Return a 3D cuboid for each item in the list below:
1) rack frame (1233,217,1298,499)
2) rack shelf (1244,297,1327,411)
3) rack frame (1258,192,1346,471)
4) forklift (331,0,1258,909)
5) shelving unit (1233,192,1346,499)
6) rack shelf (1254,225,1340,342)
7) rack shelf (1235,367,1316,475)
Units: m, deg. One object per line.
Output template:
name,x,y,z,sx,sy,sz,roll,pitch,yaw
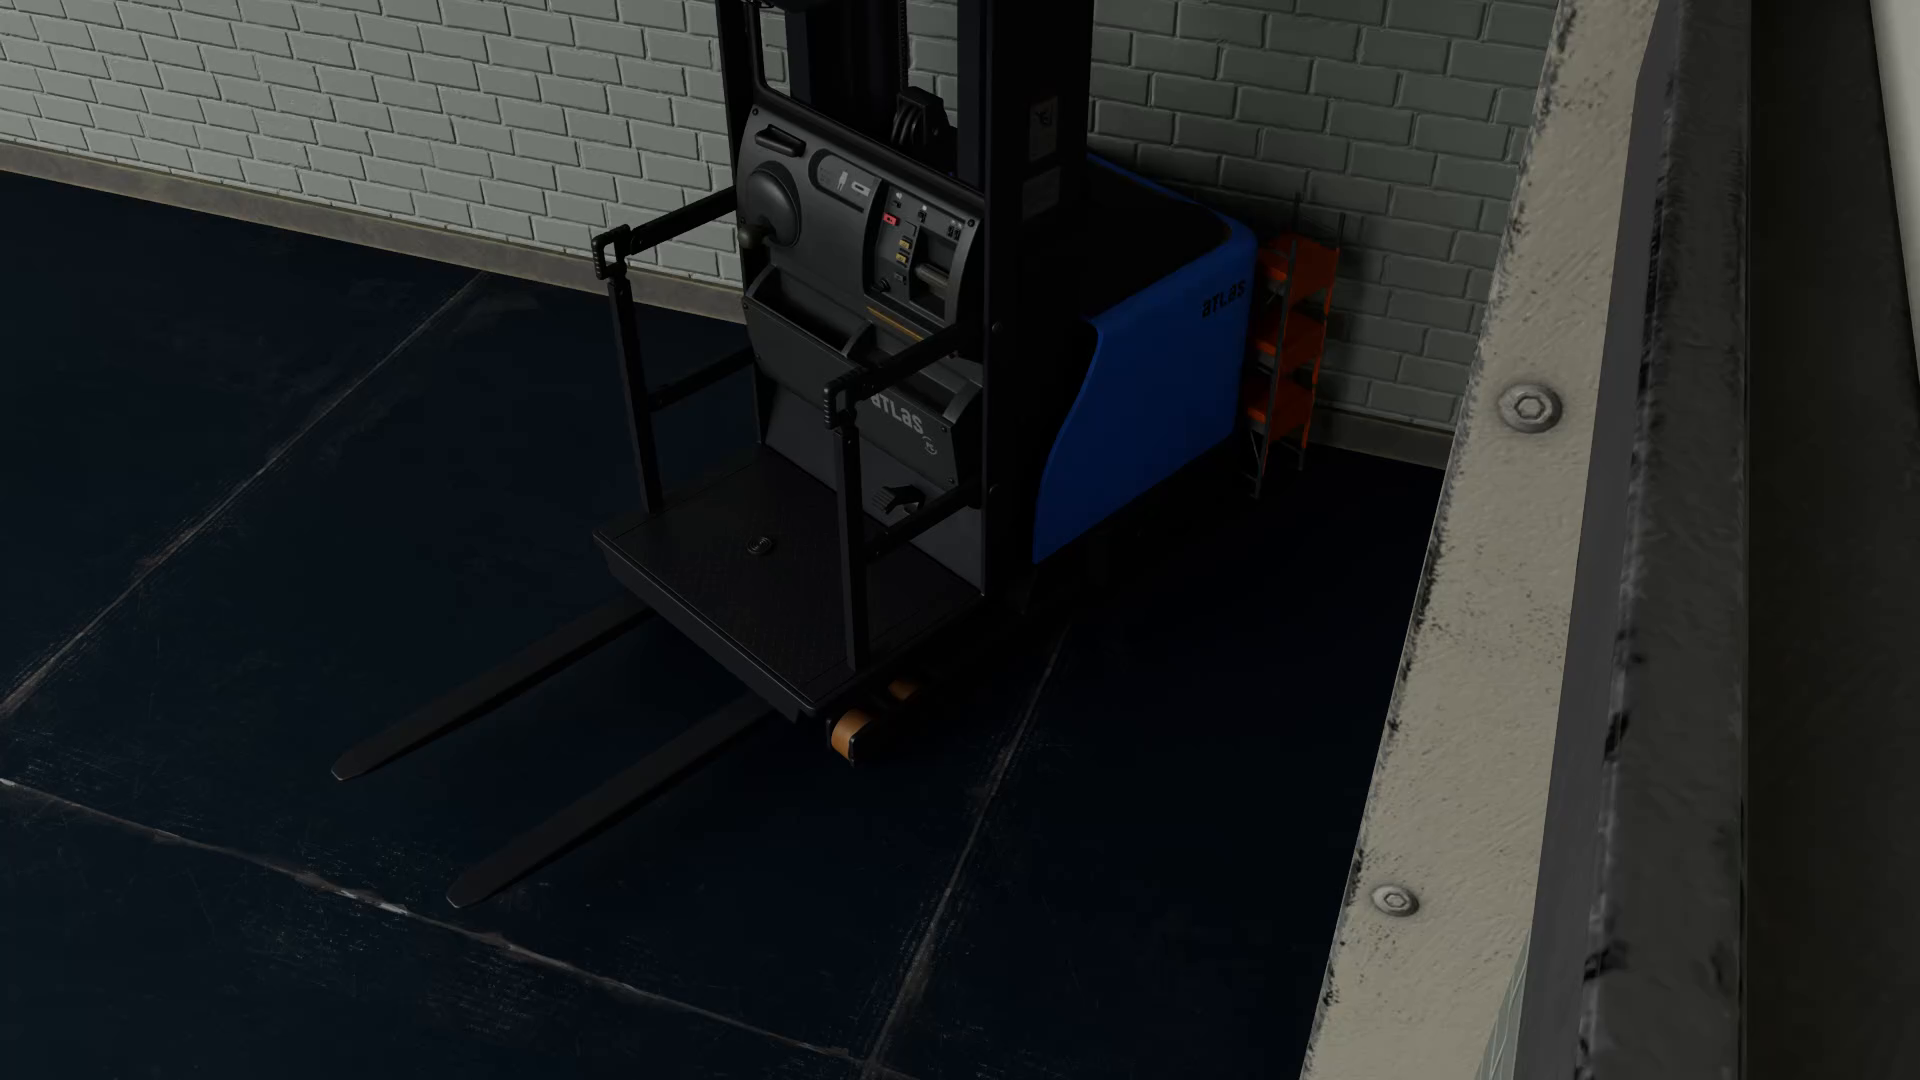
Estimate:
rack frame,0.995,-0.592,5.635,0.008,1.050,0.200,-31,49,-31
rack shelf,1.085,-0.638,5.705,0.240,0.259,0.215,-31,49,-31
rack frame,1.175,-0.700,5.761,0.008,1.050,0.200,-31,49,-31
forklift,-0.446,-0.833,4.468,3.031,2.935,1.130,-32,50,-32
shelving unit,1.085,-0.646,5.698,0.252,1.050,0.215,-31,49,-31
rack shelf,1.085,-0.854,5.521,0.240,0.259,0.215,-31,49,-31
rack shelf,1.085,-0.426,5.885,0.240,0.259,0.215,-31,49,-31
